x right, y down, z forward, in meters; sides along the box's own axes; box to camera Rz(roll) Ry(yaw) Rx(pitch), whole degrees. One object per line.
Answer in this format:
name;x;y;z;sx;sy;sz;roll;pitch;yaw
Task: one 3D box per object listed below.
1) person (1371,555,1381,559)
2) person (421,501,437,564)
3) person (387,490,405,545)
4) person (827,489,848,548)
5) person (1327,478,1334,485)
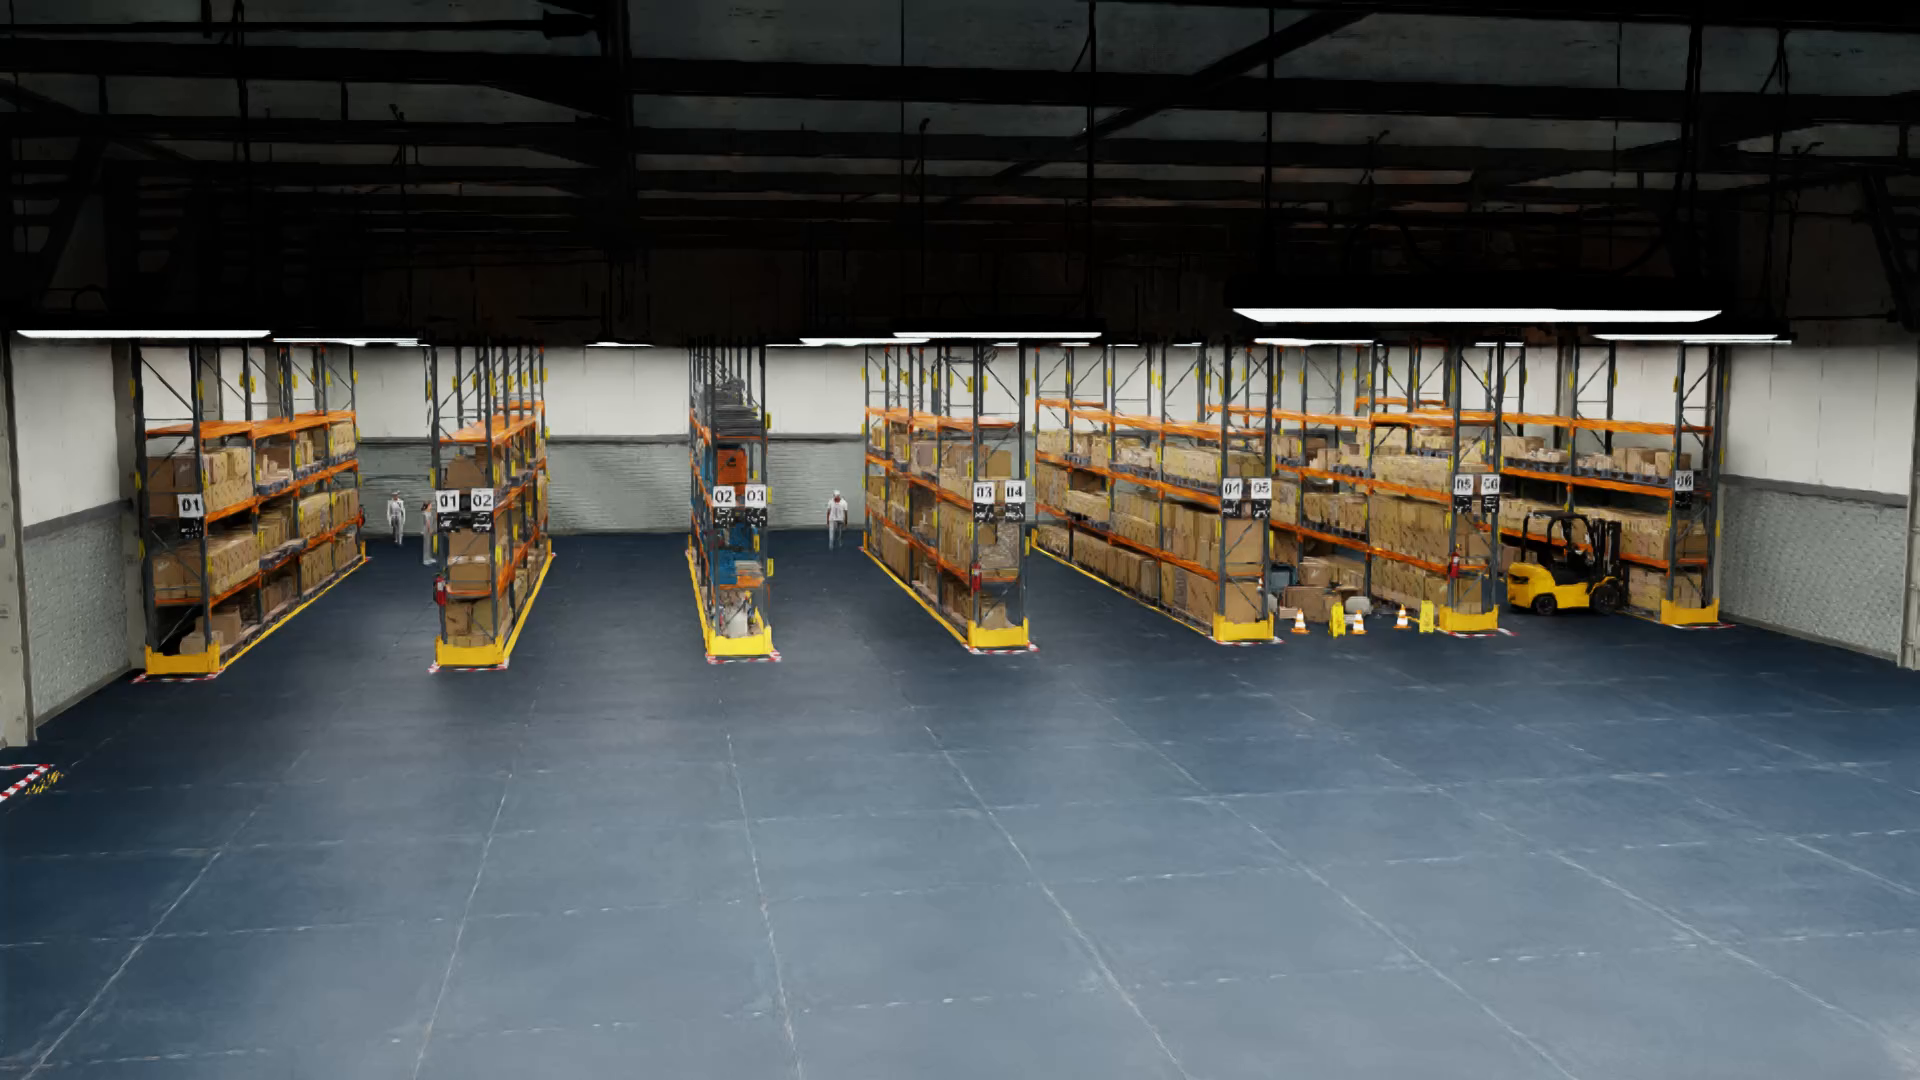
person;11.449;-0.280;45.082;0.556;1.663;0.571;1;7;11
person;-14.197;-0.218;44.444;0.373;1.681;0.598;-2;7;-20
person;-16.536;-0.674;48.749;0.499;1.587;1.073;-1;7;-12
person;-3.546;-0.627;48.033;0.605;1.686;1.094;0;7;-2
person;11.570;-1.056;51.484;0.630;1.768;0.532;5;8;38
